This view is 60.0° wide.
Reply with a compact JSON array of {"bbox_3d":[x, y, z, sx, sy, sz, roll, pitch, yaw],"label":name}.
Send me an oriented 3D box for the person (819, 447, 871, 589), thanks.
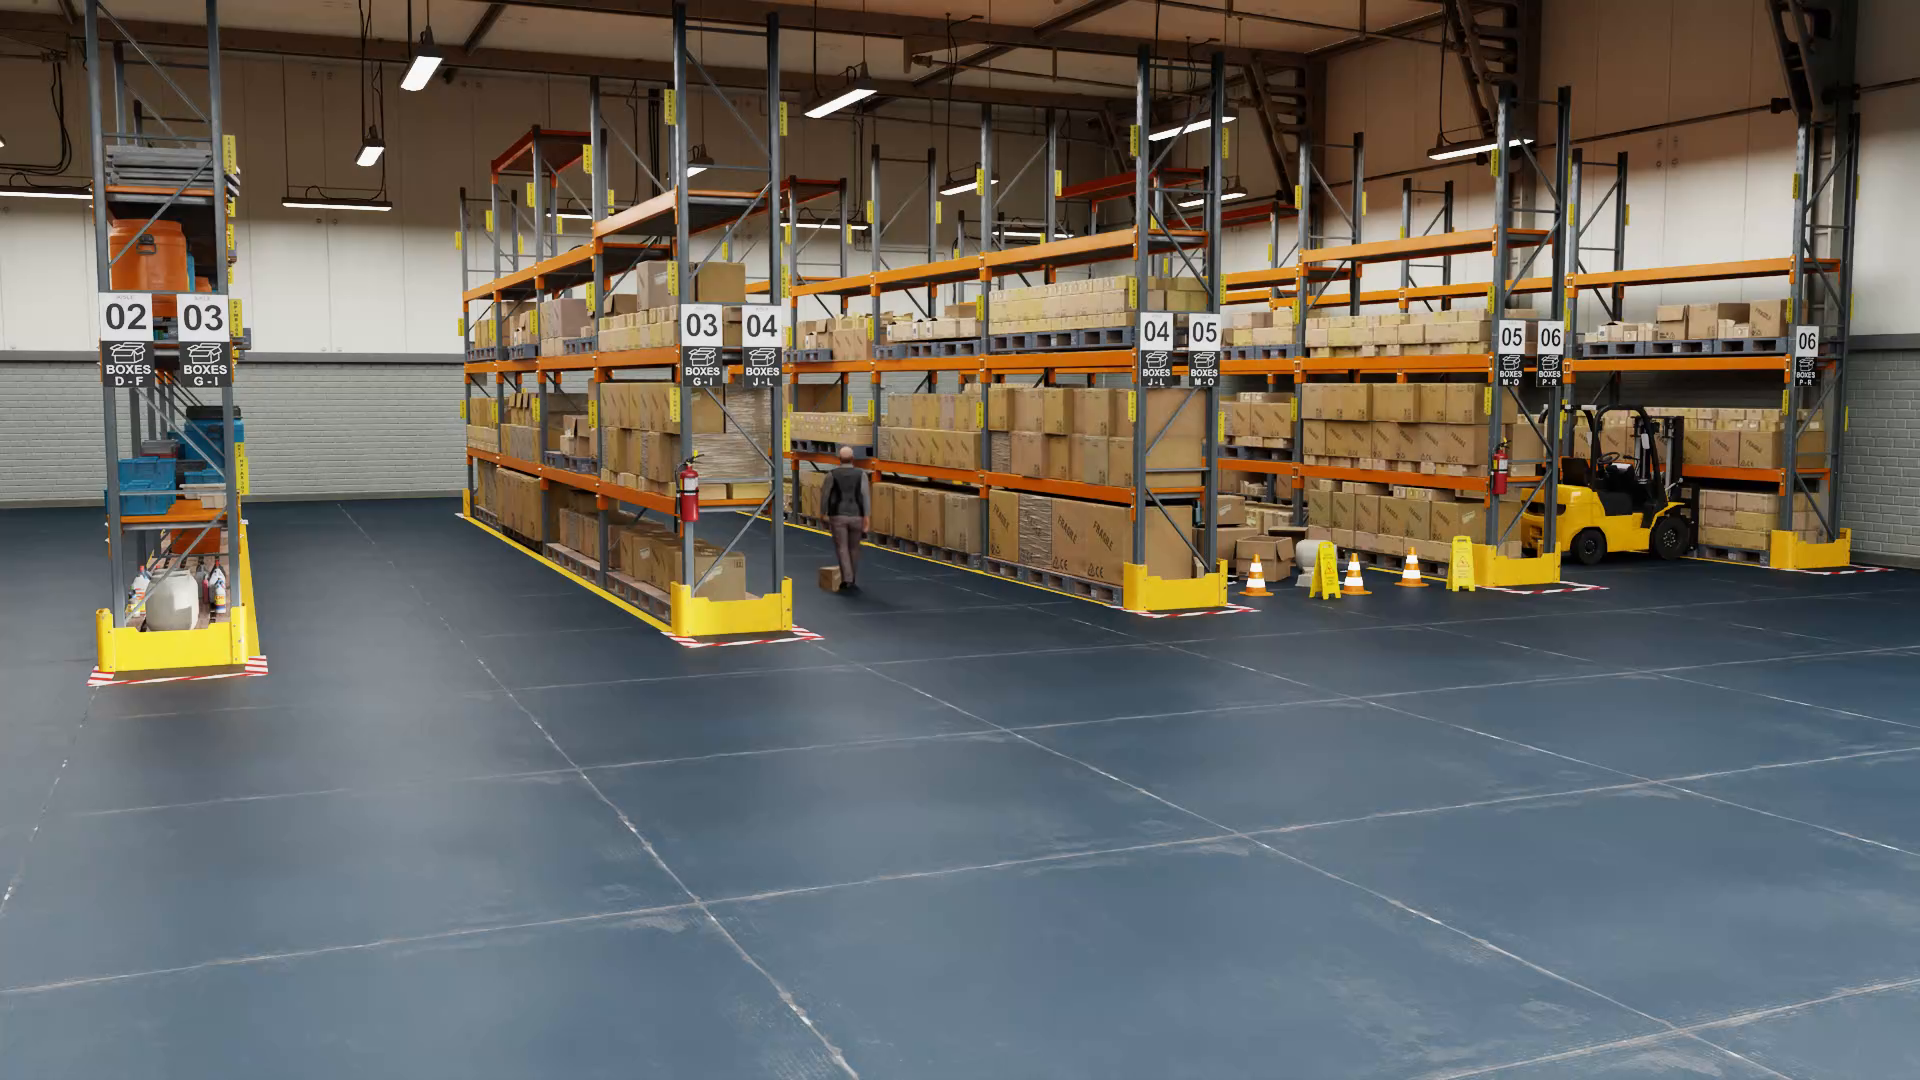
[{"bbox_3d":[-1.363,-0.267,19.650,0.567,1.666,1.058,-2,6,-16],"label":"person"}]
